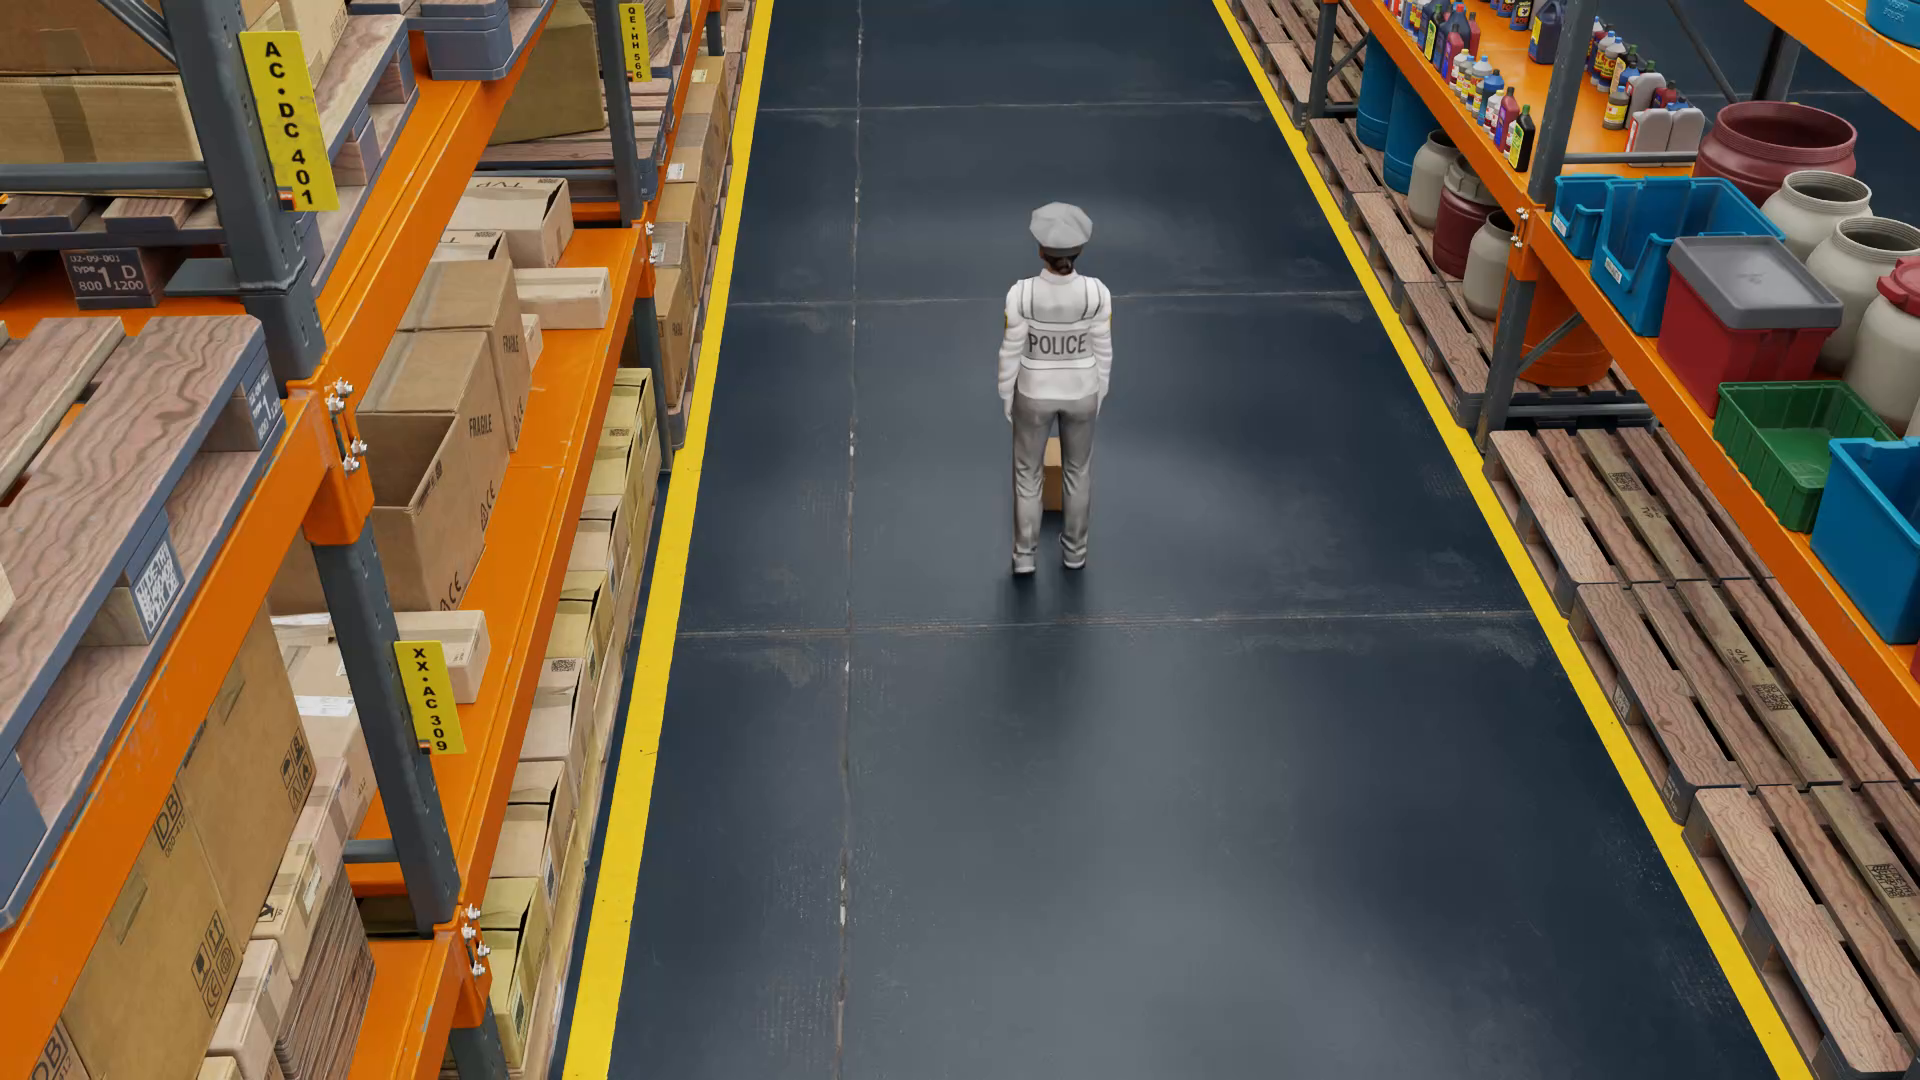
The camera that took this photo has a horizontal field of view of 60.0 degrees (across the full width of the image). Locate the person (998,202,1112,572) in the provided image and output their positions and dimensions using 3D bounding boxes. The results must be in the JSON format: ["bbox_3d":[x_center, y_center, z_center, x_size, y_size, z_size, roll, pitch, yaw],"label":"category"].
[{"bbox_3d":[0.392,-0.579,7.006,0.468,1.752,0.357,-1,35,-1],"label":"person"}]
